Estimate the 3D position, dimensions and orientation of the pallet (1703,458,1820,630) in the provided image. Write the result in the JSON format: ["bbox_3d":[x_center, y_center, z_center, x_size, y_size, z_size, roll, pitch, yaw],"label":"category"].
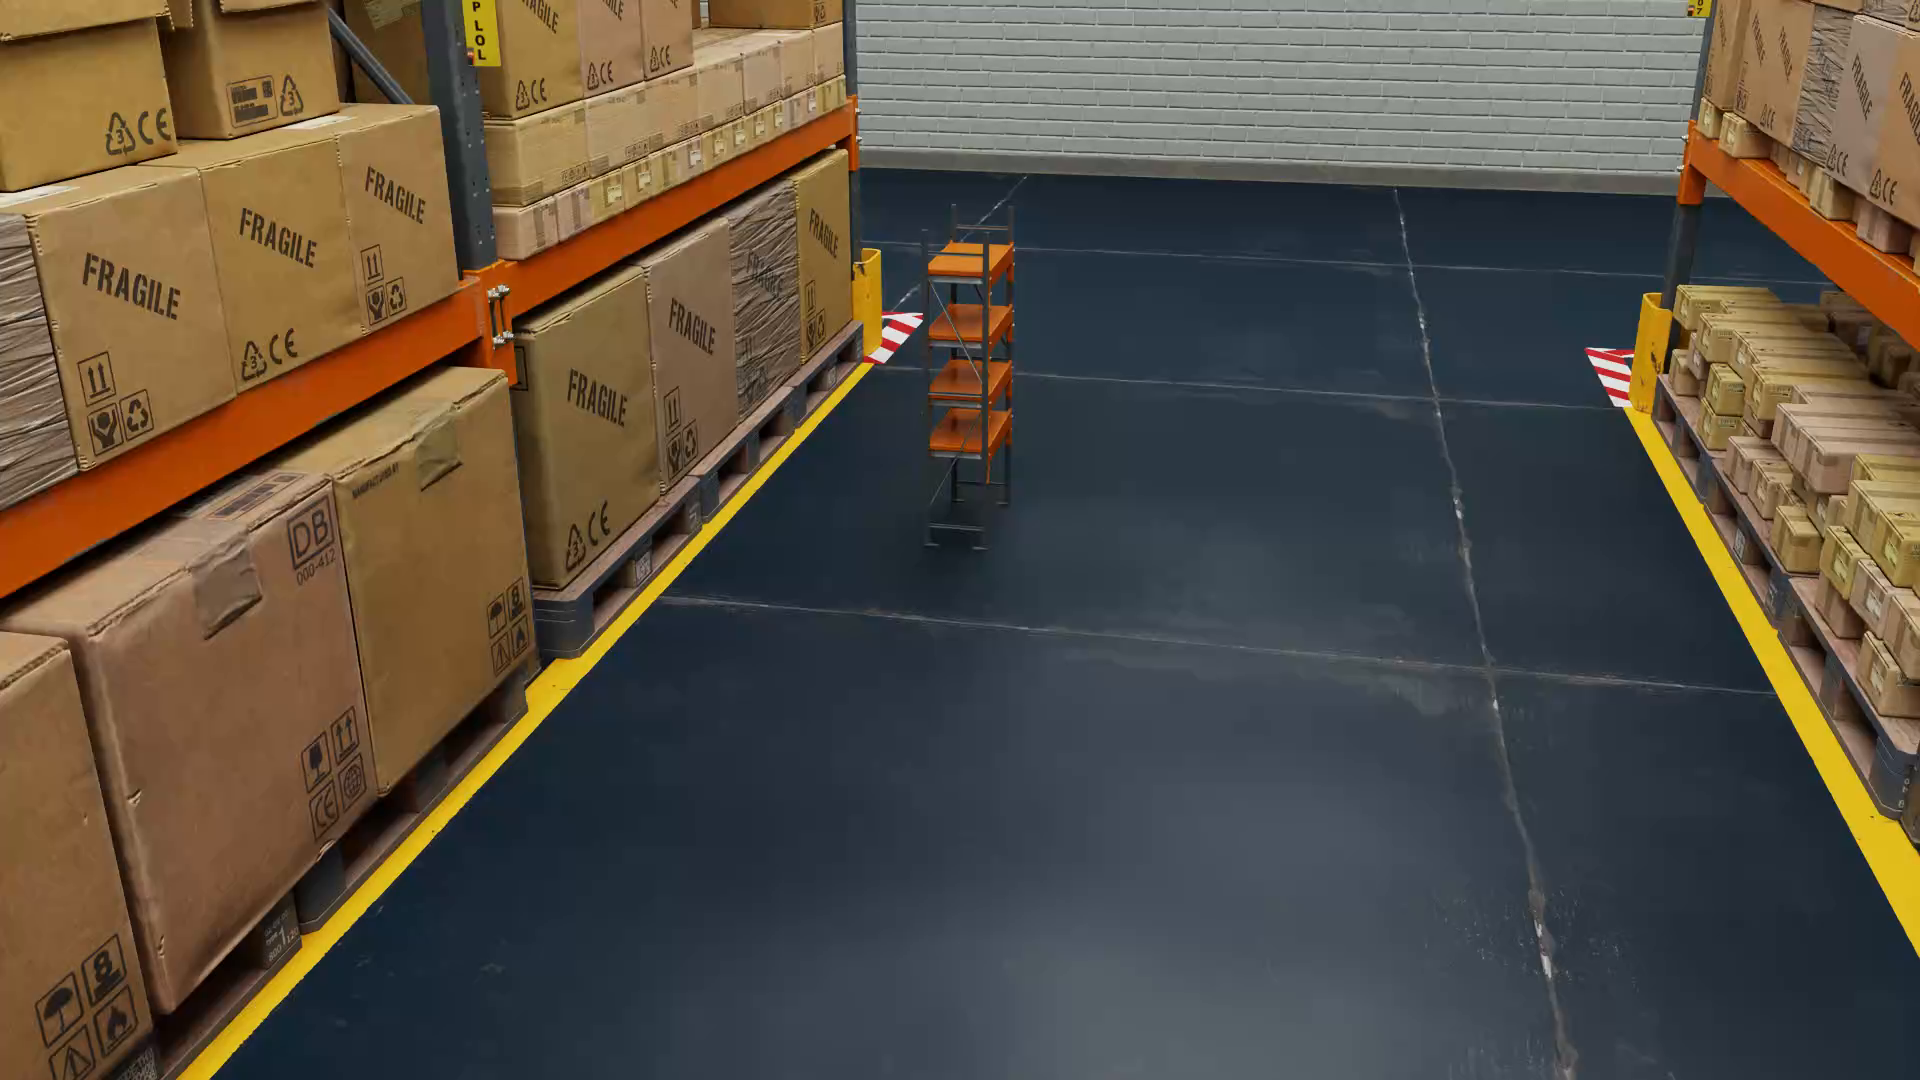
[{"bbox_3d":[3.347,0.027,6.005,1.003,0.211,1.213,4,22,11],"label":"pallet"}]

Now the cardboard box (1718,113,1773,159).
[{"bbox_3d":[3.309,-1.633,6.730,0.380,0.149,0.250,4,22,9],"label":"cardboard box"}]

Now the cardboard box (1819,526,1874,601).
[{"bbox_3d":[2.832,0.080,4.995,0.380,0.149,0.250,4,22,9],"label":"cardboard box"}]

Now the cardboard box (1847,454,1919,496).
[{"bbox_3d":[3.002,-0.146,5.159,0.380,0.149,0.250,5,23,13],"label":"cardboard box"}]

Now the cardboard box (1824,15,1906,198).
[{"bbox_3d":[3.030,-1.325,5.097,0.500,0.500,0.500,4,22,11],"label":"cardboard box"}]

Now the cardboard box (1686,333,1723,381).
[{"bbox_3d":[3.345,-0.776,7.122,0.380,0.149,0.250,4,22,11],"label":"cardboard box"}]

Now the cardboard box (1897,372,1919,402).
[{"bbox_3d":[3.641,-0.497,6.030,0.380,0.149,0.250,4,22,9],"label":"cardboard box"}]

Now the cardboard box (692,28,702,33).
[{"bbox_3d":[-1.483,-2.172,7.533,0.500,0.250,0.500,4,22,10],"label":"cardboard box"}]

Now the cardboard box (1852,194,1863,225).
[{"bbox_3d":[3.093,-1.055,5.295,0.380,0.149,0.250,4,22,10],"label":"cardboard box"}]

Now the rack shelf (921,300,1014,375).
[{"bbox_3d":[0.034,-0.762,6.221,0.258,0.148,0.480,4,22,11],"label":"rack shelf"}]

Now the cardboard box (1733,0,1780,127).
[{"bbox_3d":[3.368,-1.877,6.468,0.500,0.500,0.500,5,22,11],"label":"cardboard box"}]

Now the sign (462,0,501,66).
[{"bbox_3d":[-1.304,-1.448,4.491,0.100,0.325,0.005,4,22,11],"label":"sign"}]

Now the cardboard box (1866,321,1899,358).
[{"bbox_3d":[3.918,-0.777,6.726,0.380,0.149,0.250,4,22,10],"label":"cardboard box"}]

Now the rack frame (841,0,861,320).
[{"bbox_3d":[-1.021,-2.449,8.419,1.000,3.000,0.127,4,22,11],"label":"rack frame"}]

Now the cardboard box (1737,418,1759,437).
[{"bbox_3d":[3.259,-0.360,6.486,0.380,0.149,0.250,5,22,11],"label":"cardboard box"}]

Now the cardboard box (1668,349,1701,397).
[{"bbox_3d":[3.394,-0.739,7.427,0.380,0.149,0.250,5,22,12],"label":"cardboard box"}]

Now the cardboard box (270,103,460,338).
[{"bbox_3d":[-1.665,-0.840,4.291,0.500,0.500,0.500,5,22,11],"label":"cardboard box"}]

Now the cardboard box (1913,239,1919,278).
[{"bbox_3d":[2.886,-0.772,4.592,0.380,0.149,0.250,5,23,13],"label":"cardboard box"}]

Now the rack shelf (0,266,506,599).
[{"bbox_3d":[-2.245,0.079,3.105,1.077,0.370,4.000,4,22,11],"label":"rack shelf"}]

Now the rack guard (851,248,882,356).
[{"bbox_3d":[-1.016,-1.298,8.908,1.175,0.500,0.348,4,22,11],"label":"rack guard"}]

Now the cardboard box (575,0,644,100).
[{"bbox_3d":[-1.381,-1.737,5.451,0.500,0.500,0.500,4,22,11],"label":"cardboard box"}]

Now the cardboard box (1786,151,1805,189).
[{"bbox_3d":[3.232,-1.343,6.008,0.380,0.149,0.250,4,22,10],"label":"cardboard box"}]

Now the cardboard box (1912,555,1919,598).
[{"bbox_3d":[2.816,0.131,4.471,0.380,0.149,0.250,5,22,12],"label":"cardboard box"}]

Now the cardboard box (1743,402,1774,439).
[{"bbox_3d":[3.262,-0.490,6.411,0.380,0.149,0.250,3,22,8],"label":"cardboard box"}]

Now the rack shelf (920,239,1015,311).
[{"bbox_3d":[0.034,-0.982,6.133,0.258,0.148,0.480,4,22,11],"label":"rack shelf"}]

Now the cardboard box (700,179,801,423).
[{"bbox_3d":[-1.259,-1.085,7.315,0.875,0.875,0.875,4,22,11],"label":"cardboard box"}]

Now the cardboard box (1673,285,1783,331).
[{"bbox_3d":[3.375,-1.016,7.320,0.380,0.149,0.250,3,22,8],"label":"cardboard box"}]

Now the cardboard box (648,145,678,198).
[{"bbox_3d":[-1.240,-1.335,5.988,0.380,0.149,0.250,4,22,10],"label":"cardboard box"}]

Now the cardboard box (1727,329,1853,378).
[{"bbox_3d":[3.290,-0.727,6.601,0.380,0.149,0.250,3,22,8],"label":"cardboard box"}]

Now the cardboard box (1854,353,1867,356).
[{"bbox_3d":[3.880,-0.738,7.026,0.380,0.149,0.250,4,22,10],"label":"cardboard box"}]

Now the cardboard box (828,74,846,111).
[{"bbox_3d":[-0.771,-2.177,8.080,0.380,0.149,0.250,5,22,12],"label":"cardboard box"}]

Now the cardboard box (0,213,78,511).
[{"bbox_3d":[-1.980,-0.286,2.914,0.500,0.500,0.500,5,22,11],"label":"cardboard box"}]

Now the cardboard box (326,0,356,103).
[{"bbox_3d":[-2.005,-1.591,5.087,0.500,0.500,0.500,5,22,12],"label":"cardboard box"}]

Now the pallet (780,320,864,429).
[{"bbox_3d":[-1.107,-0.857,8.199,1.003,0.211,1.213,4,22,11],"label":"pallet"}]

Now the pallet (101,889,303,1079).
[{"bbox_3d":[-2.167,1.043,3.481,1.003,0.211,1.213,4,22,11],"label":"pallet"}]

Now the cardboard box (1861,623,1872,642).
[{"bbox_3d":[2.879,0.299,4.851,0.380,0.149,0.250,5,22,12],"label":"cardboard box"}]

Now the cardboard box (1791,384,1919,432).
[{"bbox_3d":[3.168,-0.434,5.875,0.380,0.149,0.250,5,22,11],"label":"cardboard box"}]

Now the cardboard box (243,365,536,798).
[{"bbox_3d":[-1.948,0.040,4.520,1.225,0.875,0.875,5,22,11],"label":"cardboard box"}]

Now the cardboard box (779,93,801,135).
[{"bbox_3d":[-0.927,-1.898,7.388,0.380,0.149,0.250,5,22,12],"label":"cardboard box"}]

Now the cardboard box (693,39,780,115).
[{"bbox_3d":[-1.067,-1.948,6.978,0.500,0.250,0.500,4,22,9],"label":"cardboard box"}]

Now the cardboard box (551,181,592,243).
[{"bbox_3d":[-1.397,-1.048,5.278,0.380,0.149,0.250,4,22,9],"label":"cardboard box"}]

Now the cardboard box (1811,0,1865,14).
[{"bbox_3d":[3.138,-1.978,5.379,0.500,0.500,0.500,4,22,9],"label":"cardboard box"}]

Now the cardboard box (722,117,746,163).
[{"bbox_3d":[-1.083,-1.618,6.692,0.380,0.149,0.250,5,22,12],"label":"cardboard box"}]

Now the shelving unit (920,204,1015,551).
[{"bbox_3d":[0.034,-0.617,6.280,0.258,1.200,0.503,4,22,11],"label":"shelving unit"}]

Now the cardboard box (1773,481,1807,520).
[{"bbox_3d":[3.075,-0.081,5.795,0.380,0.149,0.250,5,22,12],"label":"cardboard box"}]

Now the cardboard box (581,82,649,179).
[{"bbox_3d":[-1.378,-1.388,5.587,0.500,0.250,0.500,4,22,11],"label":"cardboard box"}]

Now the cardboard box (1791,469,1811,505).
[{"bbox_3d":[3.086,-0.195,5.679,0.380,0.149,0.250,3,22,8],"label":"cardboard box"}]
